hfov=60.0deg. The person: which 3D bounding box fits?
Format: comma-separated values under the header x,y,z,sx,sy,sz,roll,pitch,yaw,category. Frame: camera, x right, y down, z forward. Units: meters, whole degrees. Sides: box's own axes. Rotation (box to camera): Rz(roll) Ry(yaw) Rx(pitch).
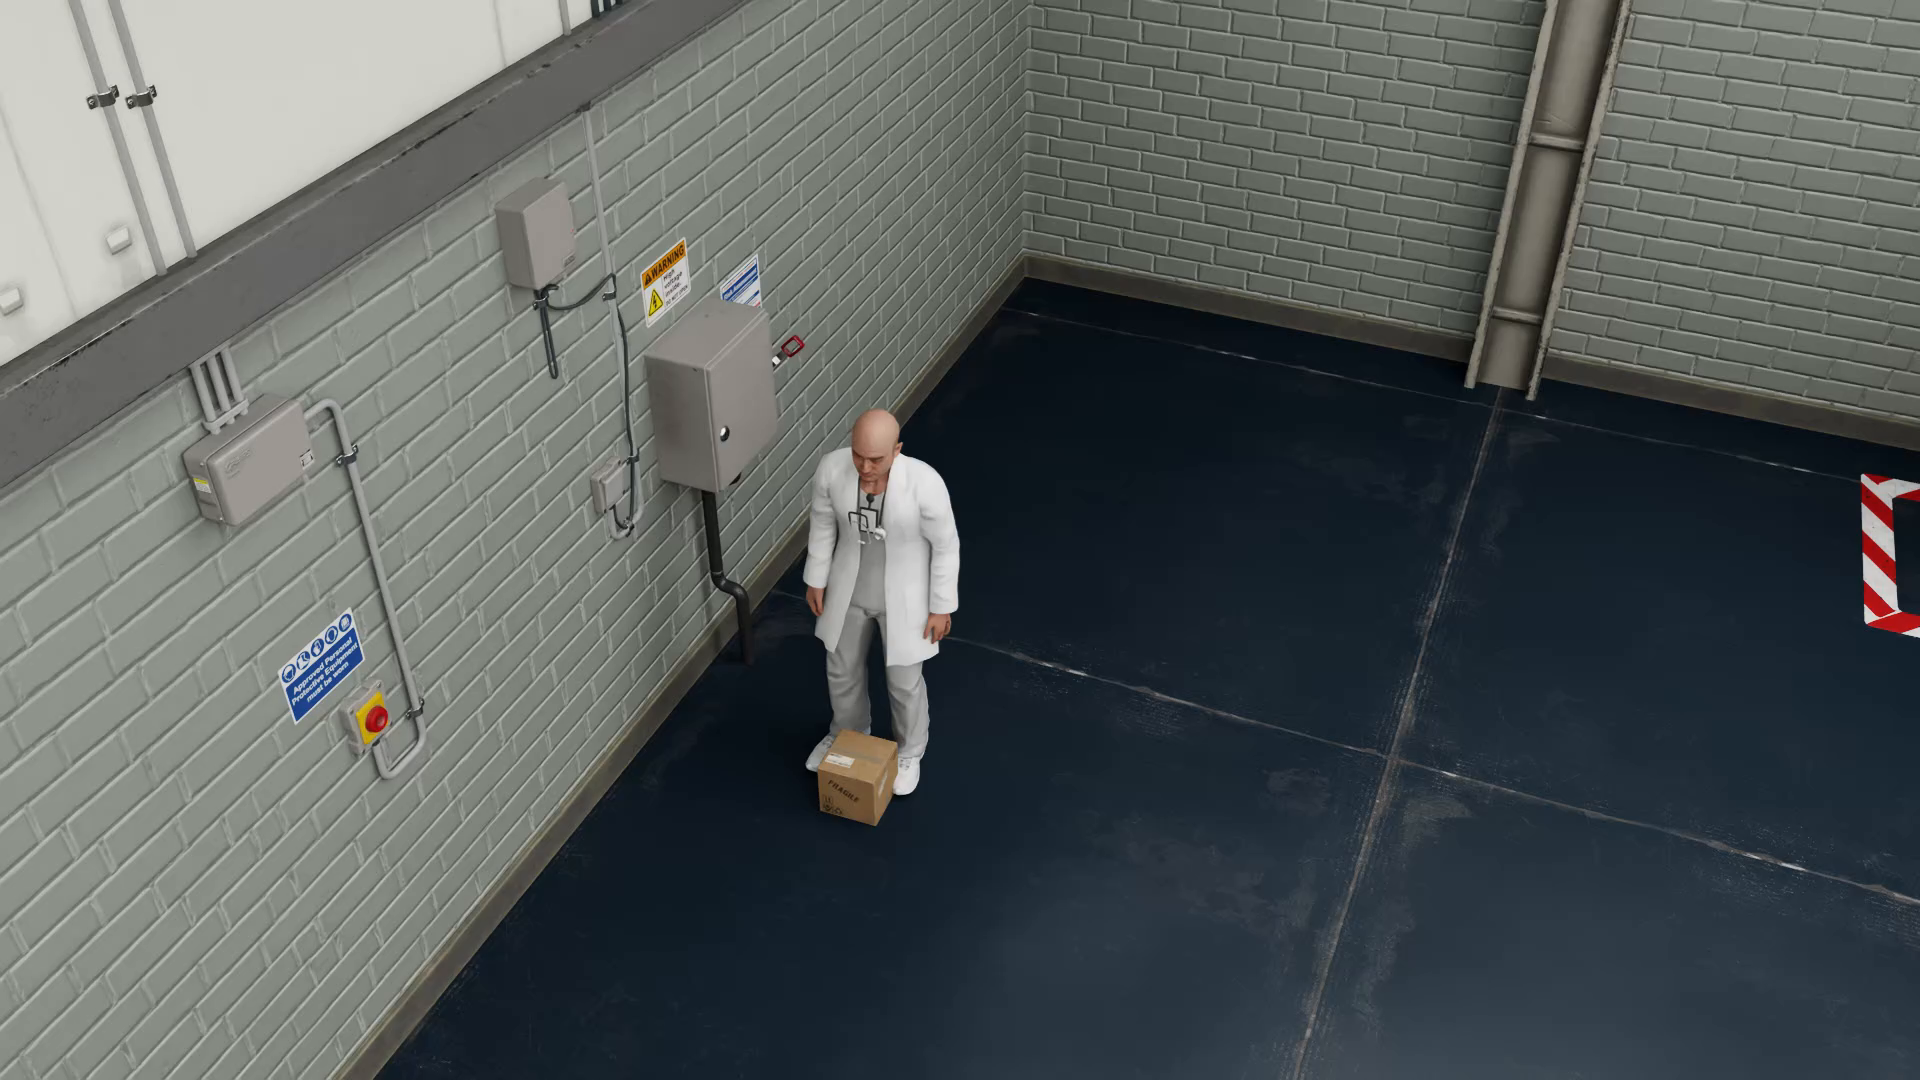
x,y,z,sx,sy,sz,roll,pitch,yaw,category
-0.316,0.222,6.540,0.644,1.772,0.429,12,39,15,person
